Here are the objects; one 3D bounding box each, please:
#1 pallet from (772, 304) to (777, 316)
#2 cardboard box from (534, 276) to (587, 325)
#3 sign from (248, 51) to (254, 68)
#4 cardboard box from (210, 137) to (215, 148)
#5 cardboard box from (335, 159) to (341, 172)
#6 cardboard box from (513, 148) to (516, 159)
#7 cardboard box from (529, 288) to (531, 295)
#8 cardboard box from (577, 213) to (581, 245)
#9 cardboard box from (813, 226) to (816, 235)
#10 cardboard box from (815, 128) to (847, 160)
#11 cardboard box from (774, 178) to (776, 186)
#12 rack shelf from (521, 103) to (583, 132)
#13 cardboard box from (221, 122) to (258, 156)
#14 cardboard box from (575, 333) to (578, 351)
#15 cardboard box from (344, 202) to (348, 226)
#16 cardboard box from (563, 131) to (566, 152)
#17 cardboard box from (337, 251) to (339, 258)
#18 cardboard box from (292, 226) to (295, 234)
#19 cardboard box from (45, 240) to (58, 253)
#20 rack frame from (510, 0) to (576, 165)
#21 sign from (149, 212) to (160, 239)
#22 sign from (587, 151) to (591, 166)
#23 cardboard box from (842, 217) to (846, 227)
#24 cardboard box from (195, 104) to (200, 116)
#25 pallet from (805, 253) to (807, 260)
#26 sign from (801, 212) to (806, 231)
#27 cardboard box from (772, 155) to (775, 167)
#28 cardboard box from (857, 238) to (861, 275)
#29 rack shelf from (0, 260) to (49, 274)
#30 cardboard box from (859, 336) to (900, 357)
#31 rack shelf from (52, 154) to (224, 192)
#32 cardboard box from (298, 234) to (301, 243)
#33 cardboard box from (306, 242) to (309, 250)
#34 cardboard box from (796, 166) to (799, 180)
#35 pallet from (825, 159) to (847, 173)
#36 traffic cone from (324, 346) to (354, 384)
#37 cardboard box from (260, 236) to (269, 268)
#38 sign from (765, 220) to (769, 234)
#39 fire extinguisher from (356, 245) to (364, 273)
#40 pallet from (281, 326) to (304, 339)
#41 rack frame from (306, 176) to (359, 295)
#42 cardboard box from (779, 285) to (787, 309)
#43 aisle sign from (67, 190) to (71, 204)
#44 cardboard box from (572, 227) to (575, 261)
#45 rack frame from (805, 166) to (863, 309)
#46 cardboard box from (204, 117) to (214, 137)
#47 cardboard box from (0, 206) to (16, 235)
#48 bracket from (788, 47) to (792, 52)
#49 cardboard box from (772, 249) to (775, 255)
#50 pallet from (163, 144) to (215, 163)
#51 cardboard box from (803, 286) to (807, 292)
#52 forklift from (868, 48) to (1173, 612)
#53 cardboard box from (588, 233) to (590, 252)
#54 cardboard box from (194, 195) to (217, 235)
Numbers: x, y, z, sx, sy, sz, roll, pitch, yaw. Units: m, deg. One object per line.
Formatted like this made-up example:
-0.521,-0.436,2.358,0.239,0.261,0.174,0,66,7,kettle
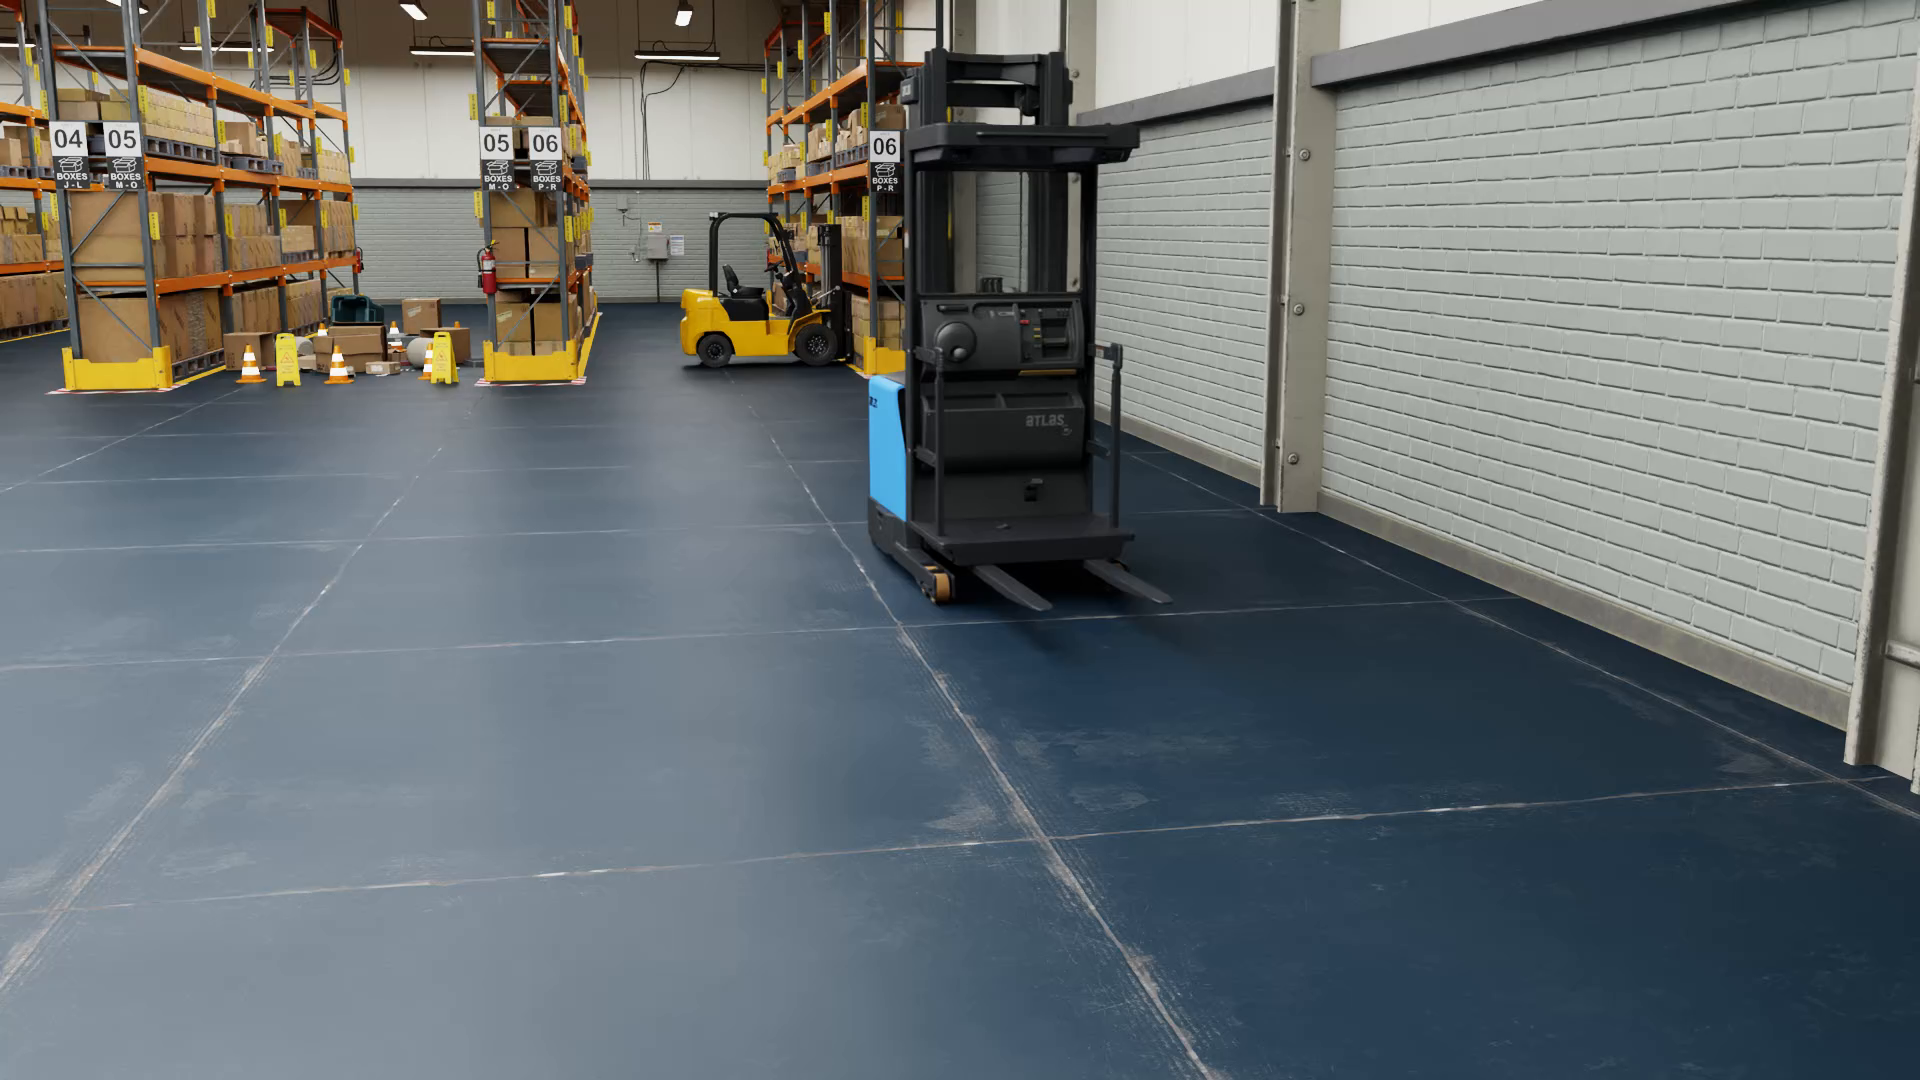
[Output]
-3.658,-5.151,37.197,1.003,0.211,1.213,-2,11,-11,pallet
-7.194,-4.325,29.958,0.875,0.875,0.875,-2,11,-12,cardboard box
-13.290,-8.997,31.187,0.100,0.325,0.005,-2,11,-11,sign
-10.814,-5.651,23.624,0.380,0.149,0.250,-2,11,-11,cardboard box
-12.996,-7.684,34.088,0.500,0.250,0.500,-2,11,-10,cardboard box
-5.928,-4.971,21.442,0.380,0.149,0.250,-2,11,-11,cardboard box
-6.547,-3.699,24.598,0.380,0.149,0.250,-2,11,-10,cardboard box
-6.353,-4.980,26.654,0.500,0.500,0.500,-2,11,-11,cardboard box
-2.371,-5.418,29.136,0.380,0.149,0.250,-2,11,-9,cardboard box
-2.173,-6.664,28.005,0.500,0.500,0.500,-2,11,-10,cardboard box
-3.792,-7.680,35.674,0.380,0.149,0.250,-2,11,-11,cardboard box
-7.530,-7.797,30.588,1.077,0.370,4.000,-2,11,-11,rack shelf
-11.364,-6.304,26.114,0.500,0.500,0.500,-2,11,-11,cardboard box
-5.681,-2.773,23.473,0.500,0.250,0.500,-1,11,-7,cardboard box
-13.101,-6.820,34.770,0.500,0.500,0.500,-3,11,-13,cardboard box
-5.510,-5.306,22.137,0.500,0.250,0.500,-2,11,-12,cardboard box
-13.028,-5.889,34.288,0.380,0.149,0.250,-3,11,-13,cardboard box
-12.134,-5.542,29.751,0.380,0.149,0.250,-2,11,-9,cardboard box
-17.474,-5.574,31.567,0.500,0.250,0.500,-2,11,-12,cardboard box
-7.141,-7.980,28.556,1.000,3.000,0.127,-2,11,-11,rack frame
-9.875,-3.850,20.377,0.100,0.325,0.005,-2,11,-11,sign
-8.162,-8.387,36.560,0.100,0.325,0.005,-2,11,-11,sign
-1.576,-4.783,25.006,0.380,0.149,0.250,-2,11,-10,cardboard box
-10.669,-5.904,22.821,0.380,0.149,0.250,-2,11,-10,cardboard box
-2.655,-5.476,31.960,1.003,0.211,1.213,-2,11,-11,pallet
-2.803,-5.723,29.855,0.100,0.325,0.005,-2,11,-11,sign
-3.797,-8.197,35.986,0.500,0.250,0.500,-2,11,-12,cardboard box
-1.162,-3.972,23.277,0.500,0.500,0.500,-2,11,-9,cardboard box
-17.250,-4.686,29.218,1.077,0.370,4.000,-2,11,-11,rack shelf
-1.118,-2.677,22.970,0.500,0.250,0.500,-2,11,-11,cardboard box
-10.810,-4.854,22.079,1.077,0.370,4.000,-2,11,-11,rack shelf
-12.223,-5.490,30.270,0.380,0.149,0.250,-2,11,-11,cardboard box
-12.385,-5.492,31.077,0.380,0.149,0.250,-2,11,-11,cardboard box
-2.806,-6.883,31.217,0.500,0.250,0.500,-2,11,-11,cardboard box
-1.679,-6.021,26.800,0.805,0.209,1.217,-3,11,-13,pallet
-7.956,-2.249,21.274,0.336,0.463,0.334,-2,11,-11,traffic cone
-11.433,-4.627,26.719,0.500,0.500,0.500,-2,11,-12,cardboard box
-4.361,-7.087,37.593,0.100,0.325,0.005,-2,11,-11,sign
-13.129,-6.143,36.156,0.296,0.674,0.183,-2,11,-11,fire extinguisher
-12.127,-3.608,29.088,1.003,0.211,1.213,-2,11,-11,pallet
-13.533,-6.302,35.783,1.000,3.000,0.127,-2,11,-11,rack frame
-3.472,-5.196,35.533,0.700,0.500,0.500,-3,11,-13,cardboard box
-18.726,-7.419,34.701,0.394,0.787,0.004,-2,11,-11,aisle sign
-5.925,-4.328,24.350,0.500,0.500,0.500,-2,11,-9,cardboard box
-2.273,-5.214,30.069,1.000,3.000,0.127,-2,11,-11,rack frame
-10.851,-5.821,23.451,0.500,0.250,0.500,-2,11,-12,cardboard box
-17.385,-5.705,29.697,0.797,0.503,0.637,-2,11,-10,cardboard box
-4.441,-12.500,42.675,0.076,0.066,5.218,-2,11,-11,bracket
-4.034,-6.488,37.432,0.380,0.149,0.250,-2,11,-11,cardboard box
-11.050,-5.380,23.157,1.003,0.211,1.213,-2,11,-11,pallet
-2.701,-4.641,30.887,0.380,0.149,0.250,-3,11,-14,cardboard box
0.298,-1.181,9.064,1.130,2.935,3.031,-3,11,-15,forklift
-7.937,-6.095,34.431,0.500,0.500,0.500,-2,11,-11,cardboard box
-10.940,-4.539,23.235,0.875,0.550,0.550,-2,11,-11,cardboard box
